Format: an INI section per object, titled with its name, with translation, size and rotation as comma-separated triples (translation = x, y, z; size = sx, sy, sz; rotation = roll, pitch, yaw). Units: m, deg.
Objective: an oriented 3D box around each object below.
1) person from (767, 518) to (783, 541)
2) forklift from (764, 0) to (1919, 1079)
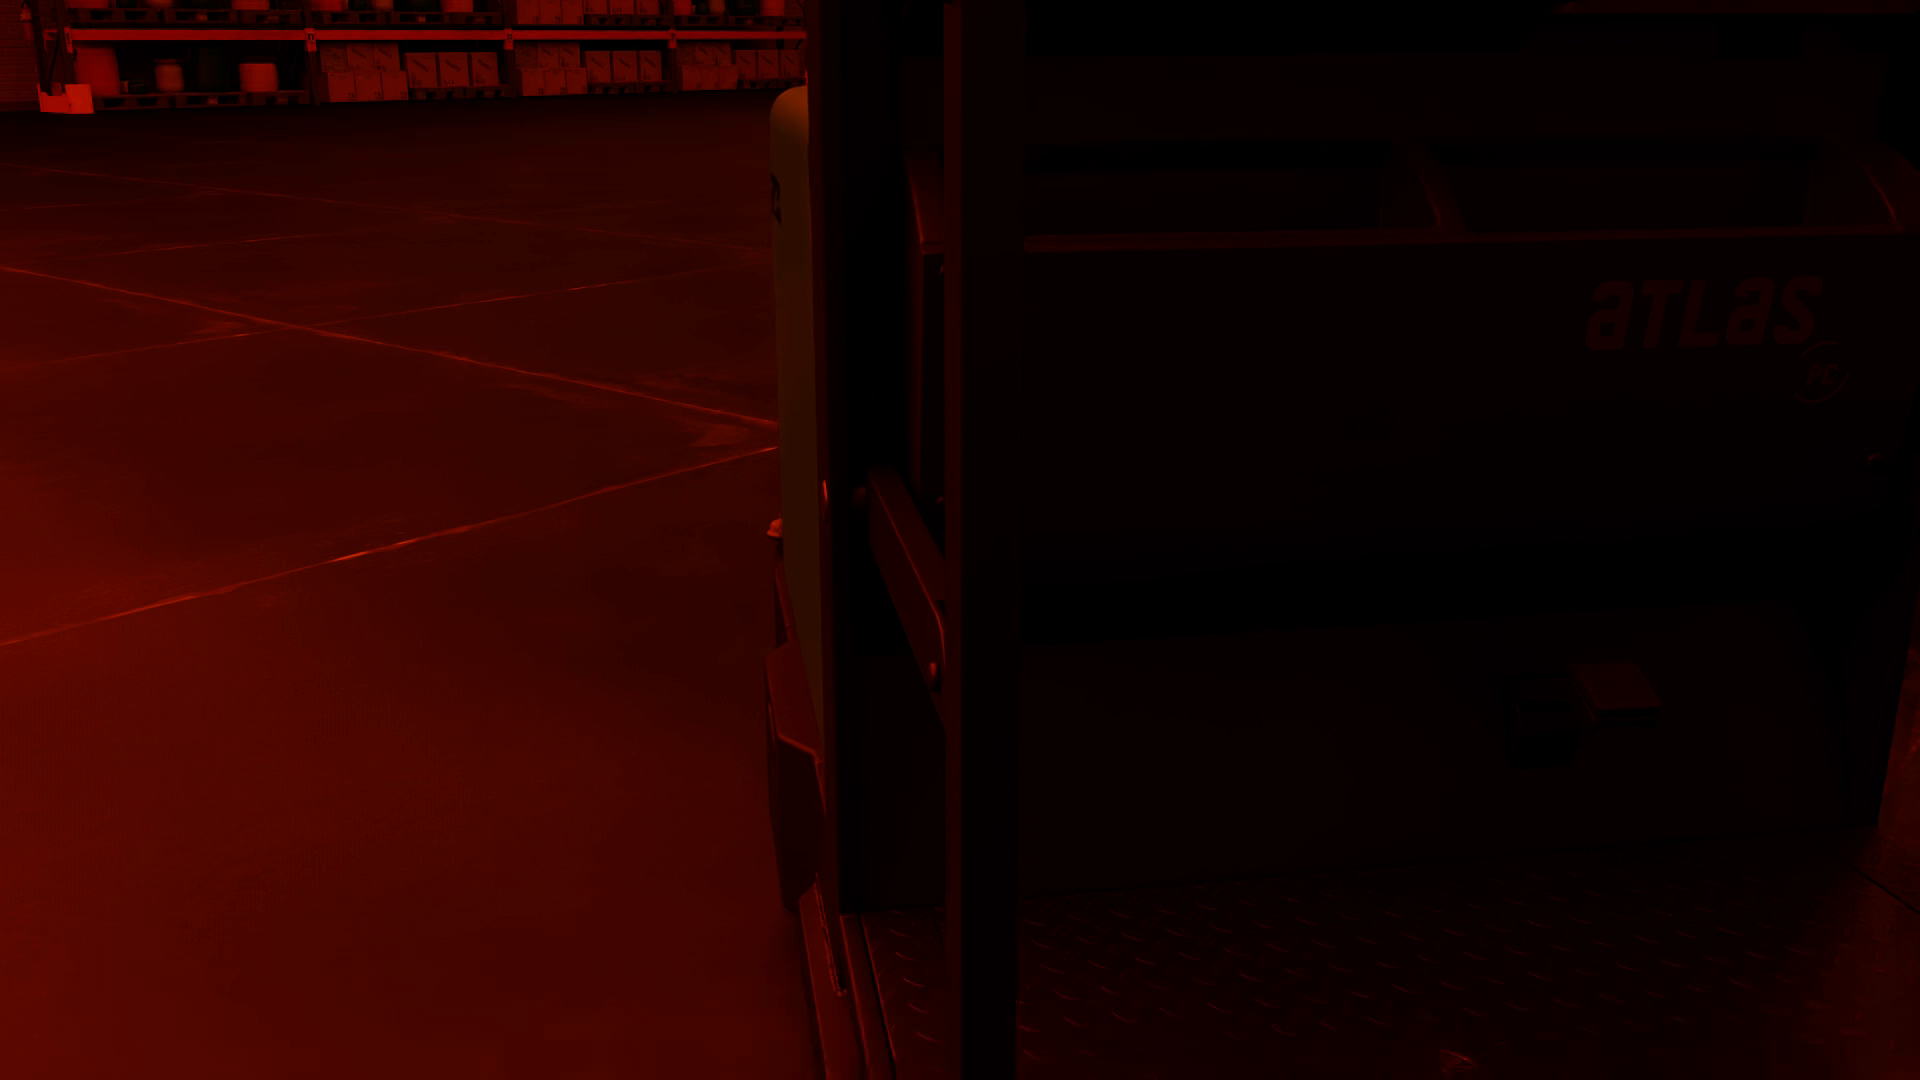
[person]
translation = -0.060, -0.847, 3.628
size = 0.638, 1.787, 0.564
rotation = 13, 21, 37
[forklift]
translation = 0.454, -0.677, 1.126
size = 1.130, 2.935, 3.031
rotation = -3, 17, -9
